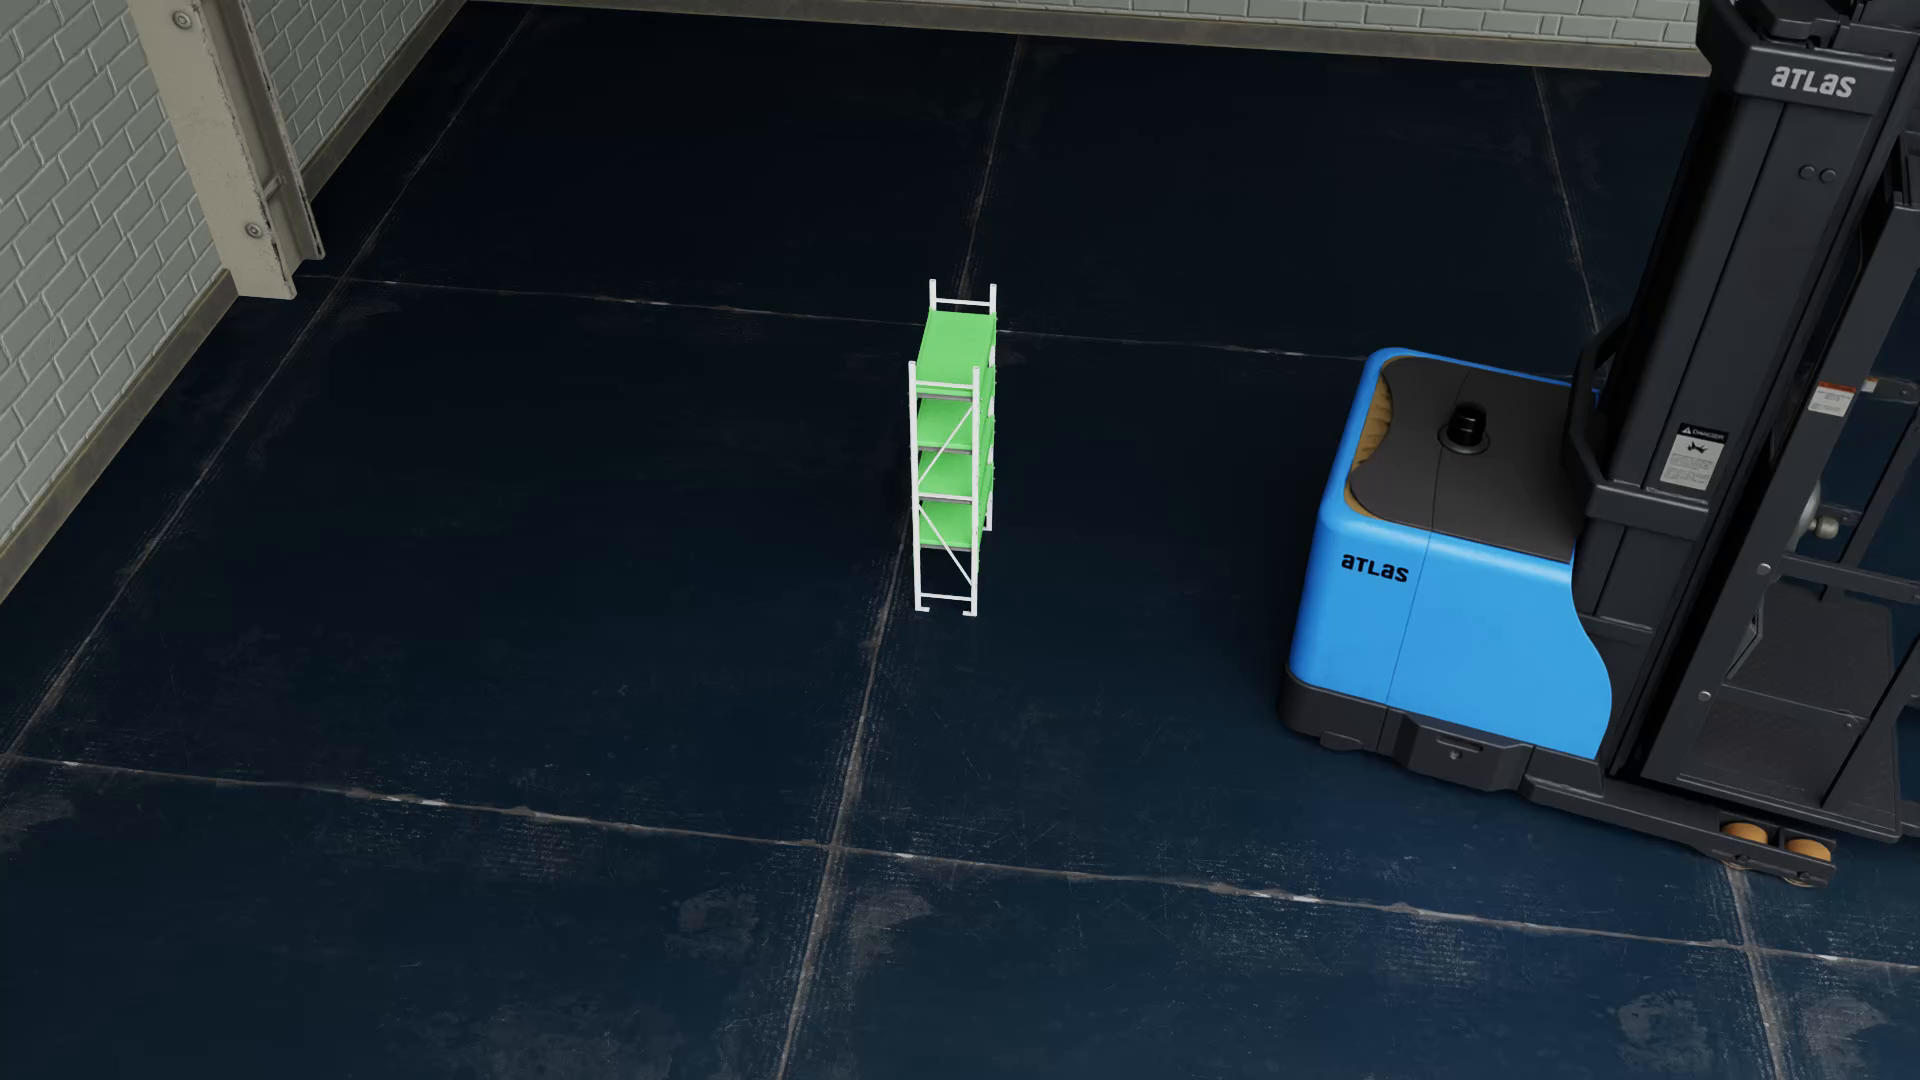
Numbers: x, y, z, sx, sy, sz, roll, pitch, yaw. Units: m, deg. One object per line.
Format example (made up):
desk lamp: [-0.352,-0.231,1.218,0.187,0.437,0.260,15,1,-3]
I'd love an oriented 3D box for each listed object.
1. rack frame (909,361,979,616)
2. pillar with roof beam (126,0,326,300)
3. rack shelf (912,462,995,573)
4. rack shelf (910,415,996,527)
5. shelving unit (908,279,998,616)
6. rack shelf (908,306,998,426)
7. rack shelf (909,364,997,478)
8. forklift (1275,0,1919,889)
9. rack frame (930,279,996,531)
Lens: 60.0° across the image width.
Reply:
rack frame: [-0.054,-0.157,6.043,0.240,1.200,0.015,5,44,6]
pillar with roof beam: [0.944,-4.177,4.616,9.100,9.000,0.400,5,44,6]
rack shelf: [-0.022,-0.102,6.427,0.258,0.148,0.480,5,44,6]
rack shelf: [-0.022,-0.276,6.262,0.258,0.148,0.480,5,44,6]
shelving unit: [-0.022,-0.323,6.218,0.258,1.200,0.503,5,44,6]
rack shelf: [-0.022,-0.625,5.932,0.258,0.148,0.480,5,44,6]
rack shelf: [-0.022,-0.451,6.097,0.258,0.148,0.480,5,44,6]
forklift: [2.710,-0.327,4.964,3.031,2.935,1.130,14,45,15]
rack frame: [0.010,-0.489,6.394,0.240,1.200,0.015,5,44,6]
